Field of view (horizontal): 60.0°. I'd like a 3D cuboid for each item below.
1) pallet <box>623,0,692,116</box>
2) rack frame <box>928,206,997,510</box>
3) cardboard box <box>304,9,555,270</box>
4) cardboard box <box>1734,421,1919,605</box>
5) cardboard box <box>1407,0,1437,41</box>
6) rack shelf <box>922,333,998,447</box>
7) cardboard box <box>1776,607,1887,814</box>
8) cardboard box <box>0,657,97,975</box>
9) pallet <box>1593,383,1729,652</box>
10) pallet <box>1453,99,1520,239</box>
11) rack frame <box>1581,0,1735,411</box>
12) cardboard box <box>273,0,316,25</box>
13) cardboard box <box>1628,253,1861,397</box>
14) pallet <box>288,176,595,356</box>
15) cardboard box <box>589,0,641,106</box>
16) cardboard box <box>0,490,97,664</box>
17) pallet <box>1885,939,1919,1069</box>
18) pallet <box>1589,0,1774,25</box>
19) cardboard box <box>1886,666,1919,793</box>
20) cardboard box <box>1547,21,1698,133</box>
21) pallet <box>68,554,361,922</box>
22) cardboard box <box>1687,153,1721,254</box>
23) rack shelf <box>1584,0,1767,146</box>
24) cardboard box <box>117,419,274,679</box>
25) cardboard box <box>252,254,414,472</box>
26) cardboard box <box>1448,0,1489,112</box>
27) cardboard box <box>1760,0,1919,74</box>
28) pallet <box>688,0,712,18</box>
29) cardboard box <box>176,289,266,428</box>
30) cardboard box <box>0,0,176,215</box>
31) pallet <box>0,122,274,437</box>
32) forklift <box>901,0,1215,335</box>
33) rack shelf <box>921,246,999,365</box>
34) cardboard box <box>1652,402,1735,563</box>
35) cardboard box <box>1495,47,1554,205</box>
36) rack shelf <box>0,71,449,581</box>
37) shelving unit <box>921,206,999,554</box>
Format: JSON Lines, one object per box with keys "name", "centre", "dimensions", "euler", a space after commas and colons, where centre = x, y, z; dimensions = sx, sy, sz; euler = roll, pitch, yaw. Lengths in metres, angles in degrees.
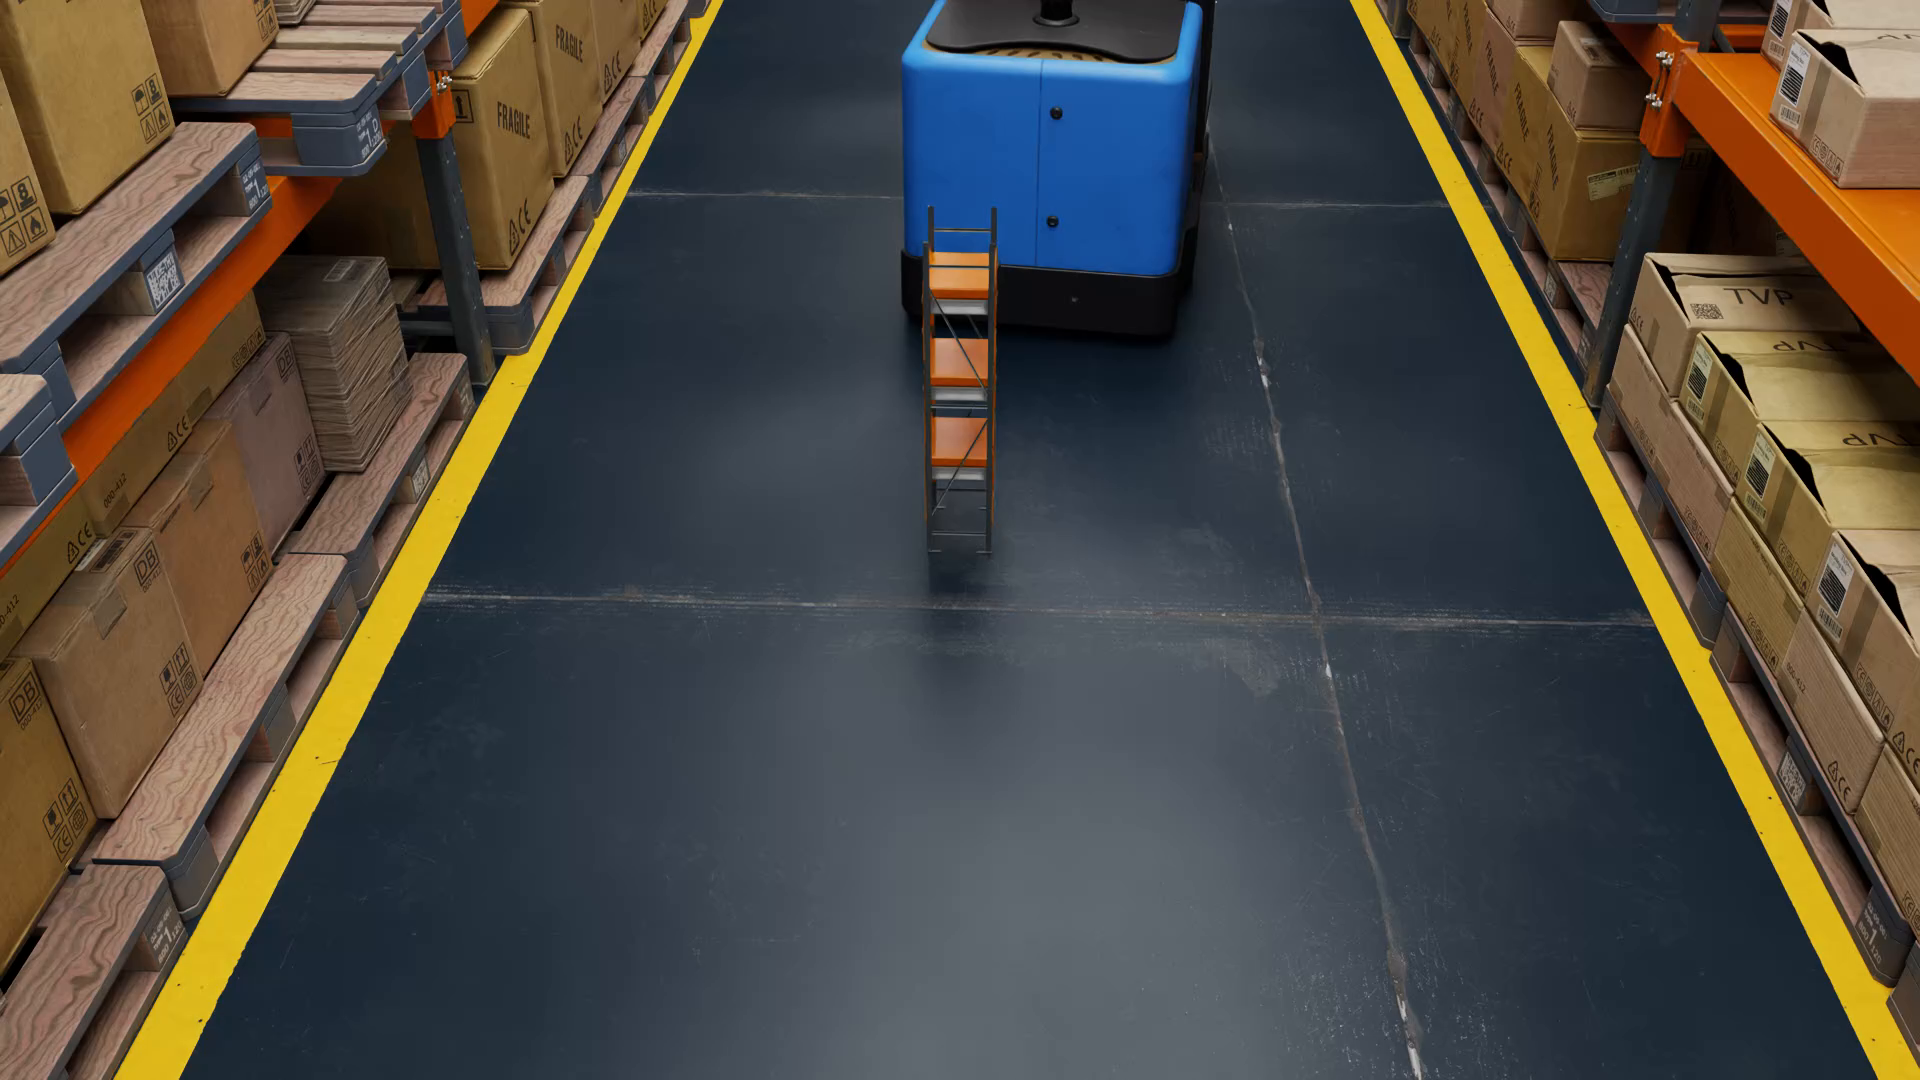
{"name": "pallet", "centre": [-2.005, -2.535, 8.674], "dimensions": [1.003, 0.211, 1.213], "euler": [1, 35, 2]}
{"name": "rack frame", "centre": [0.007, -0.530, 5.092], "dimensions": [0.200, 1.050, 0.008], "euler": [1, 35, 2]}
{"name": "cardboard box", "centre": [-2.049, -1.535, 6.329], "dimensions": [0.750, 0.750, 0.750], "euler": [1, 35, 1]}
{"name": "cardboard box", "centre": [2.390, -0.098, 4.319], "dimensions": [0.500, 0.311, 0.500], "euler": [0, 35, 1]}
{"name": "cardboard box", "centre": [2.638, -2.894, 8.550], "dimensions": [0.500, 0.500, 0.500], "euler": [0, 35, 0]}
{"name": "rack shelf", "centre": [0.002, -0.452, 4.998], "dimensions": [0.215, 0.259, 0.240], "euler": [1, 35, 2]}
{"name": "cardboard box", "centre": [2.370, 0.419, 4.071], "dimensions": [0.500, 0.250, 0.500], "euler": [2, 35, 3]}
{"name": "cardboard box", "centre": [-2.387, 0.597, 3.584], "dimensions": [0.700, 0.500, 0.500], "euler": [1, 35, 1]}
{"name": "pallet", "centre": [2.668, -0.098, 5.206], "dimensions": [1.003, 0.211, 1.213], "euler": [1, 35, 2]}
{"name": "pallet", "centre": [2.860, -1.697, 7.481], "dimensions": [1.003, 0.211, 1.213], "euler": [1, 35, 2]}
{"name": "rack frame", "centre": [2.740, -1.711, 5.075], "dimensions": [1.000, 3.000, 0.127], "euler": [1, 35, 2]}
{"name": "cardboard box", "centre": [-2.219, -1.774, 4.695], "dimensions": [0.700, 0.500, 0.500], "euler": [-3, 35, -4]}
{"name": "cardboard box", "centre": [2.426, -0.693, 5.166], "dimensions": [0.500, 0.311, 0.500], "euler": [2, 35, 3]}
{"name": "pallet", "centre": [-2.103, -1.133, 6.679], "dimensions": [1.003, 0.211, 1.213], "euler": [1, 35, 2]}
{"name": "cardboard box", "centre": [-1.978, -2.526, 7.740], "dimensions": [0.750, 0.750, 0.750], "euler": [2, 35, 3]}
{"name": "cardboard box", "centre": [-2.326, 0.036, 3.730], "dimensions": [0.500, 0.250, 0.500], "euler": [0, 35, 1]}
{"name": "pallet", "centre": [2.570, 1.304, 3.211], "dimensions": [1.003, 0.211, 1.213], "euler": [1, 35, 2]}
{"name": "pallet", "centre": [2.697, -2.023, 5.687], "dimensions": [1.213, 0.211, 1.003], "euler": [1, 35, 2]}
{"name": "cardboard box", "centre": [2.346, 0.486, 3.488], "dimensions": [0.500, 0.311, 0.500], "euler": [1, 35, 2]}
{"name": "cardboard box", "centre": [2.541, -1.750, 6.271], "dimensions": [0.500, 0.250, 0.500], "euler": [3, 35, 4]}
{"name": "pallet", "centre": [-2.294, 0.466, 4.403], "dimensions": [1.003, 0.211, 1.213], "euler": [1, 35, 2]}
{"name": "cardboard box", "centre": [3.059, -1.424, 6.459], "dimensions": [0.500, 0.500, 0.500], "euler": [0, 35, 0]}
{"name": "rack shelf", "centre": [2.820, -2.565, 6.917], "dimensions": [1.077, 0.370, 4.000], "euler": [1, 35, 2]}
{"name": "cardboard box", "centre": [-2.315, 0.014, 4.413], "dimensions": [0.700, 0.500, 0.500], "euler": [1, 35, 2]}
{"name": "cardboard box", "centre": [-2.187, -0.565, 5.237], "dimensions": [0.700, 0.500, 0.500], "euler": [2, 35, 3]}
{"name": "cardboard box", "centre": [2.600, -2.300, 7.706], "dimensions": [0.500, 0.500, 0.500], "euler": [2, 35, 2]}
{"name": "cardboard box", "centre": [2.682, -1.466, 4.805], "dimensions": [0.500, 0.311, 0.500], "euler": [3, 35, 5]}
{"name": "pallet", "centre": [-1.940, -3.415, 9.926], "dimensions": [1.003, 0.211, 1.213], "euler": [1, 35, 2]}
{"name": "cardboard box", "centre": [-2.272, -0.546, 4.558], "dimensions": [0.500, 0.250, 0.500], "euler": [2, 35, 3]}
{"name": "cardboard box", "centre": [-2.247, -1.057, 3.676], "dimensions": [0.700, 0.500, 0.500], "euler": [1, 35, 2]}
{"name": "pallet", "centre": [-2.248, -0.606, 3.671], "dimensions": [1.003, 0.211, 1.213], "euler": [1, 35, 2]}
{"name": "forklift", "centre": [0.541, -2.804, 6.690], "dimensions": [1.130, 2.935, 3.031], "euler": [6, 36, 8]}
{"name": "rack shelf", "centre": [0.002, -0.684, 4.835], "dimensions": [0.215, 0.259, 0.240], "euler": [1, 35, 2]}
{"name": "cardboard box", "centre": [2.406, -0.175, 4.916], "dimensions": [0.500, 0.250, 0.500], "euler": [0, 35, 1]}
{"name": "cardboard box", "centre": [2.564, -1.708, 6.863], "dimensions": [0.500, 0.500, 0.500], "euler": [0, 35, 0]}
{"name": "rack shelf", "centre": [-2.290, -0.380, 3.807], "dimensions": [1.077, 0.370, 4.000], "euler": [1, 35, 2]}
{"name": "shelving unit", "centre": [0.002, -0.460, 4.992], "dimensions": [0.215, 1.050, 0.252], "euler": [1, 35, 2]}
